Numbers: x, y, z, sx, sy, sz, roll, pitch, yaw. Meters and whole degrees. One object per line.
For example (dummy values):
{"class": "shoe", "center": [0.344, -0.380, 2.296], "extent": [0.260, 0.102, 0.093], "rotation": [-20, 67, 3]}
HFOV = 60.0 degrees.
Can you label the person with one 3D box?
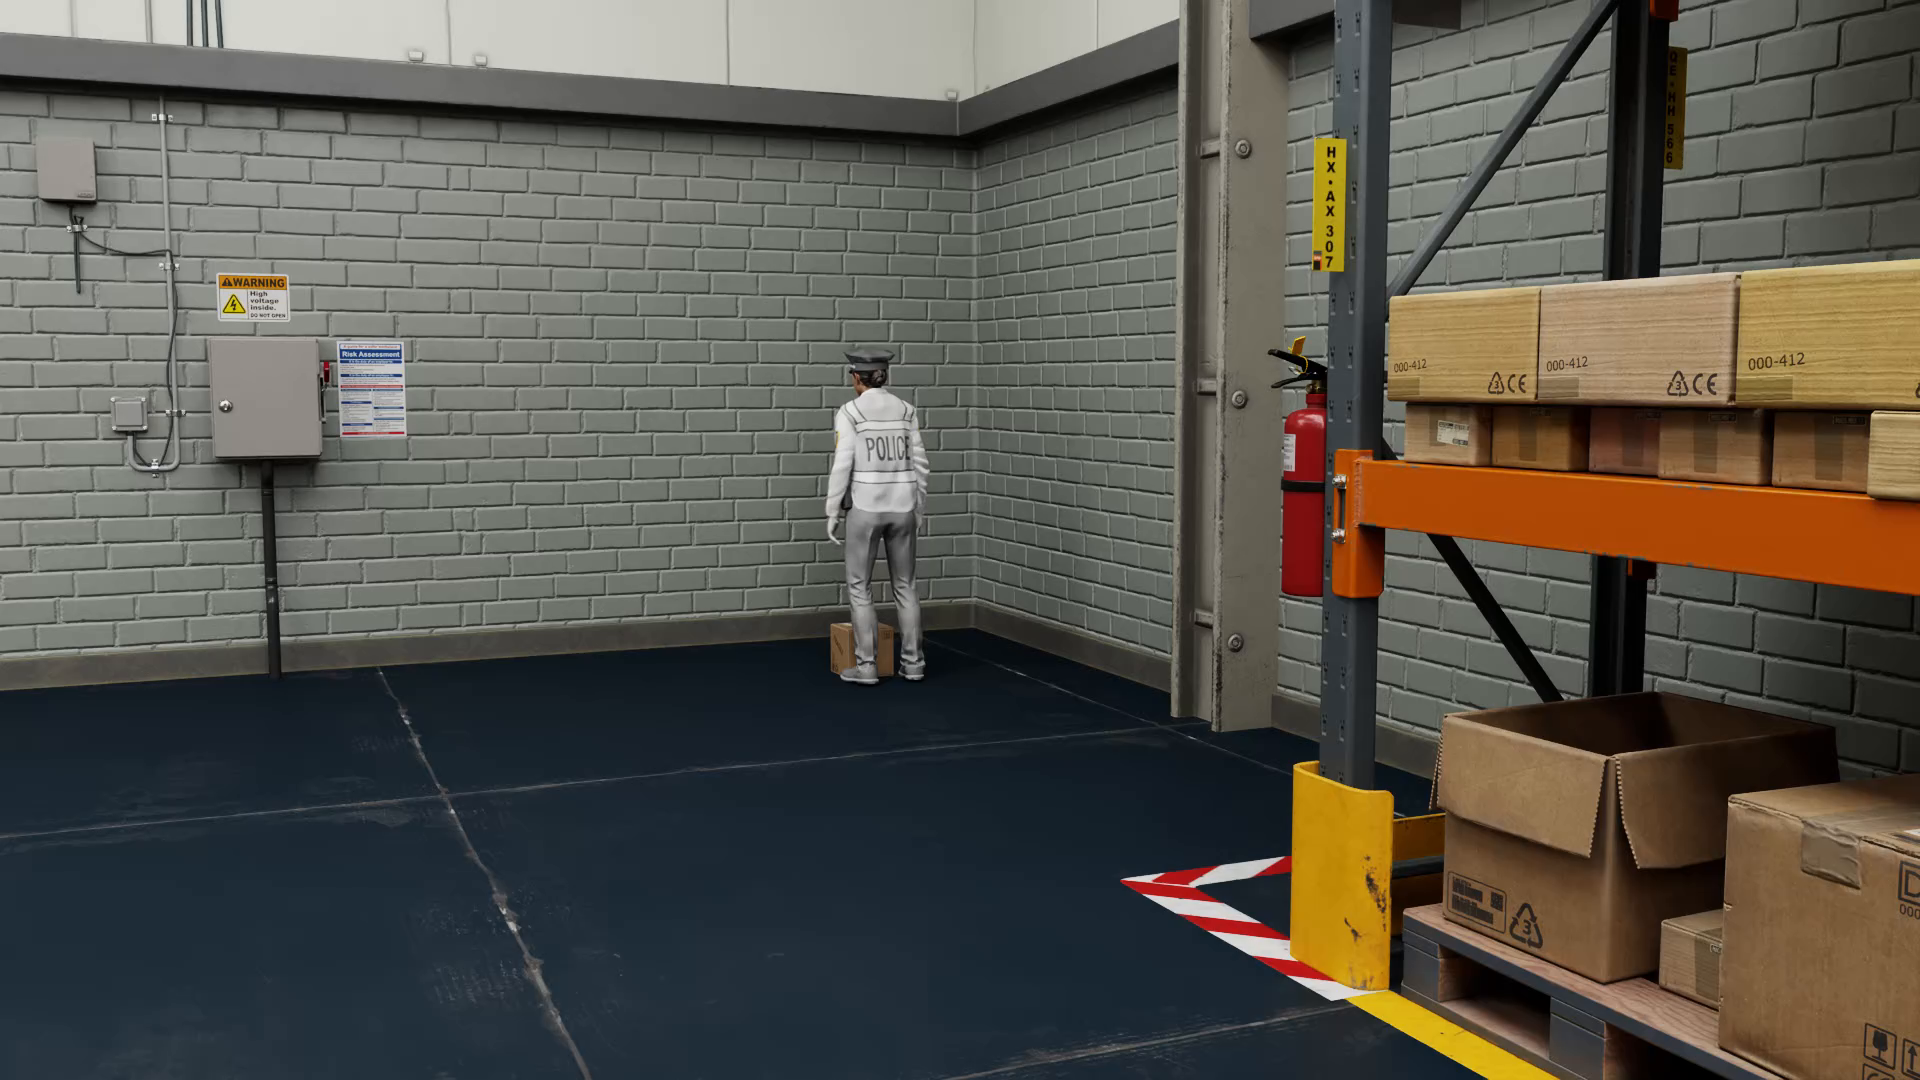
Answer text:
{"class": "person", "center": [-0.406, -0.122, 8.235], "extent": [0.547, 1.667, 0.369], "rotation": [-3, 6, -27]}
